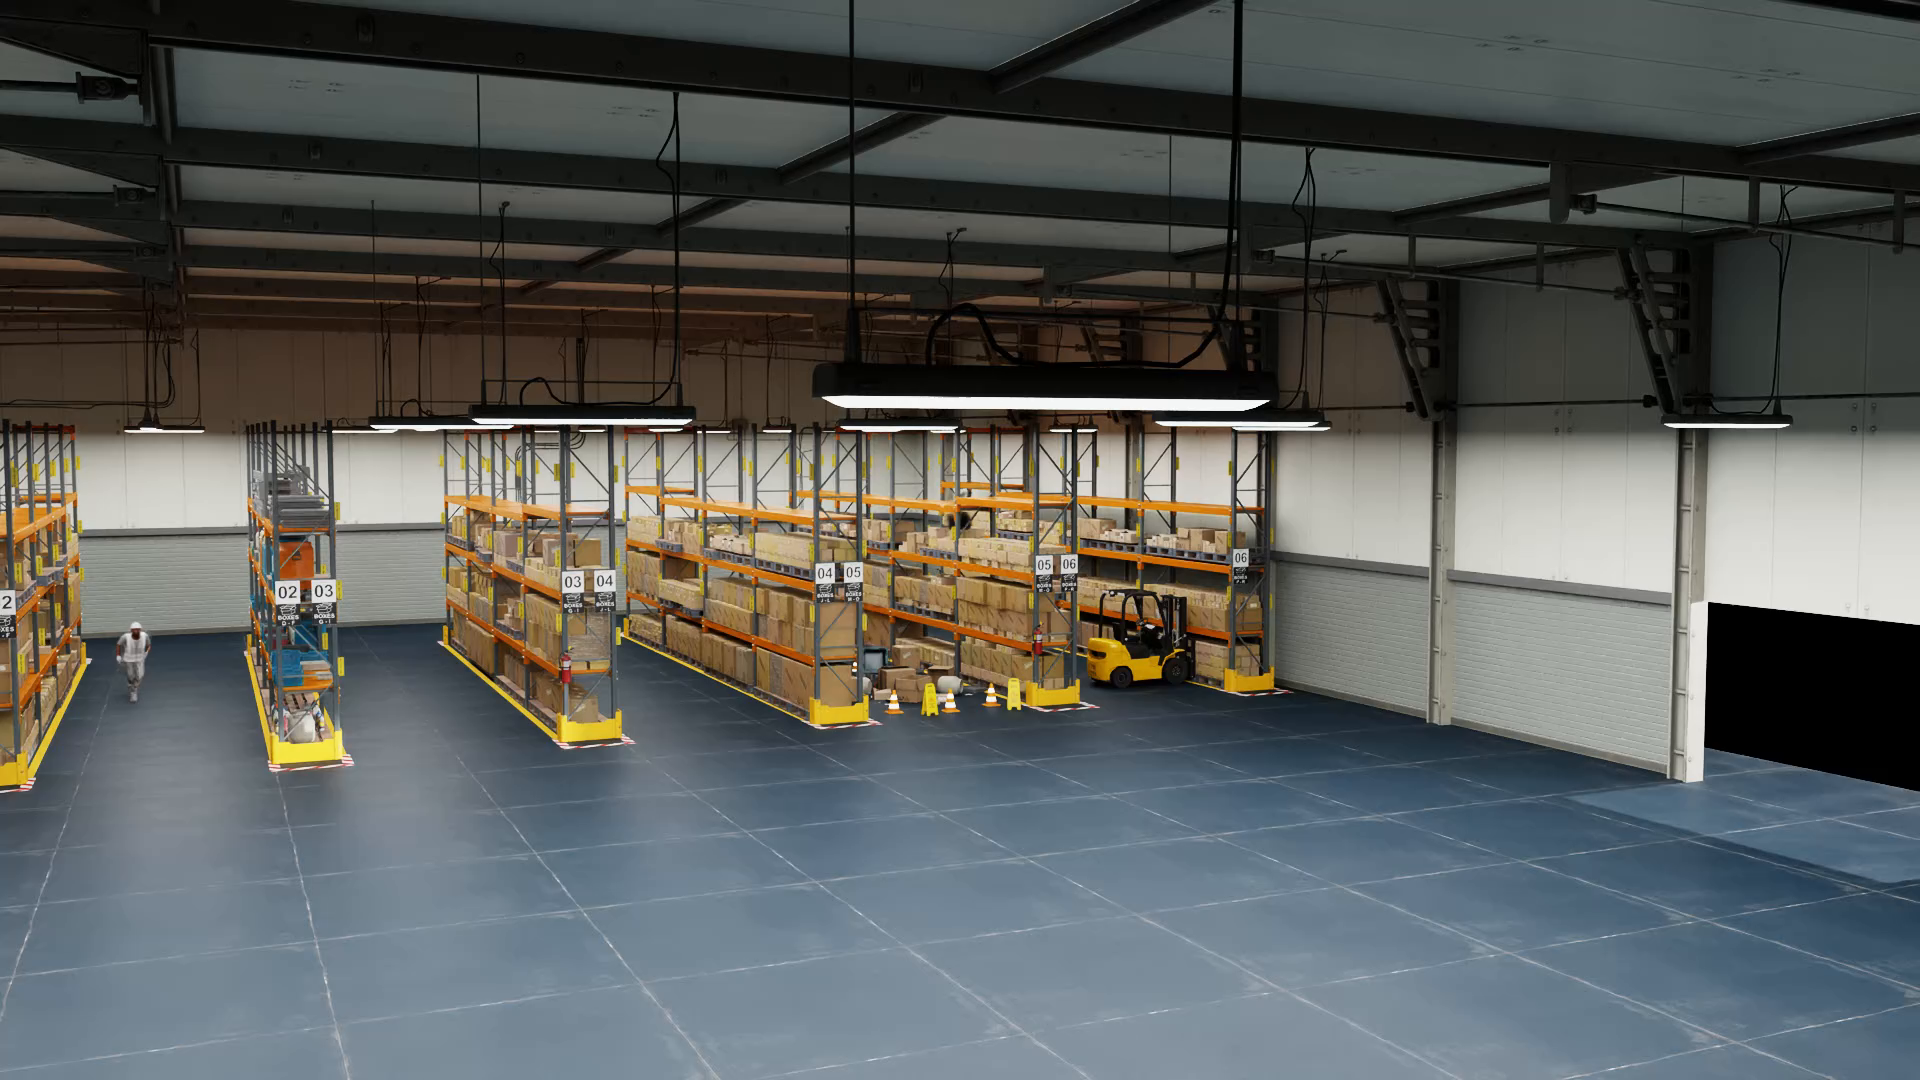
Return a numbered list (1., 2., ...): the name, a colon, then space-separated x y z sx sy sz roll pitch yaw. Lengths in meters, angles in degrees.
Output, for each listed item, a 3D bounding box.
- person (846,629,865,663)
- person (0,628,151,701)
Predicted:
1. person: -2.753 2.289 41.378 0.765 1.568 0.646 0 4 4
2. person: -16.929 2.753 31.954 4.602 1.939 8.000 -3 5 -41
